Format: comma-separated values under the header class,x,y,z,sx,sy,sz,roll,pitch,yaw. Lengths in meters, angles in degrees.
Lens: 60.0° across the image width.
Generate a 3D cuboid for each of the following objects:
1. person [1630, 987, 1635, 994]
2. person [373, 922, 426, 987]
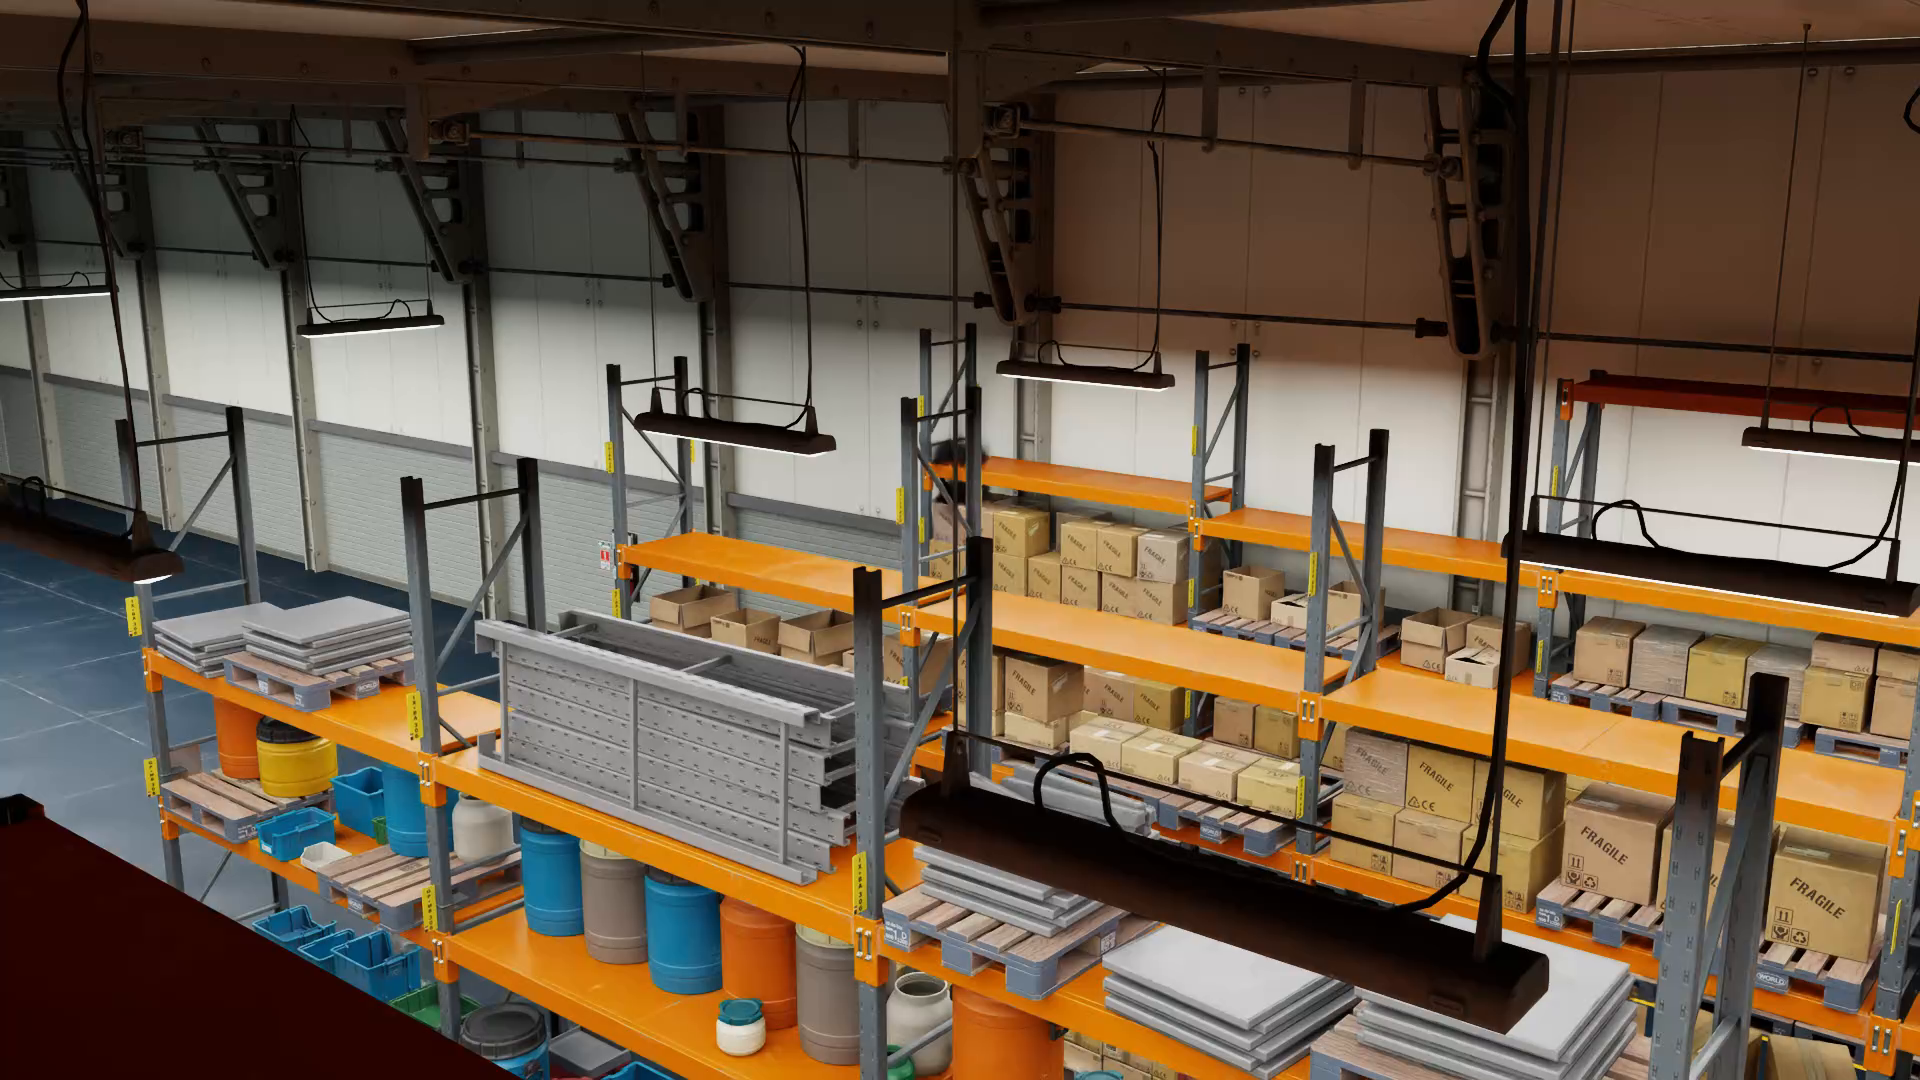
class,x,y,z,sx,sy,sz,roll,pitch,yaw
person,5.354,4.156,14.047,0.937,1.633,0.601,8,15,31
person,-5.373,3.840,15.811,0.595,1.553,0.569,4,13,17
